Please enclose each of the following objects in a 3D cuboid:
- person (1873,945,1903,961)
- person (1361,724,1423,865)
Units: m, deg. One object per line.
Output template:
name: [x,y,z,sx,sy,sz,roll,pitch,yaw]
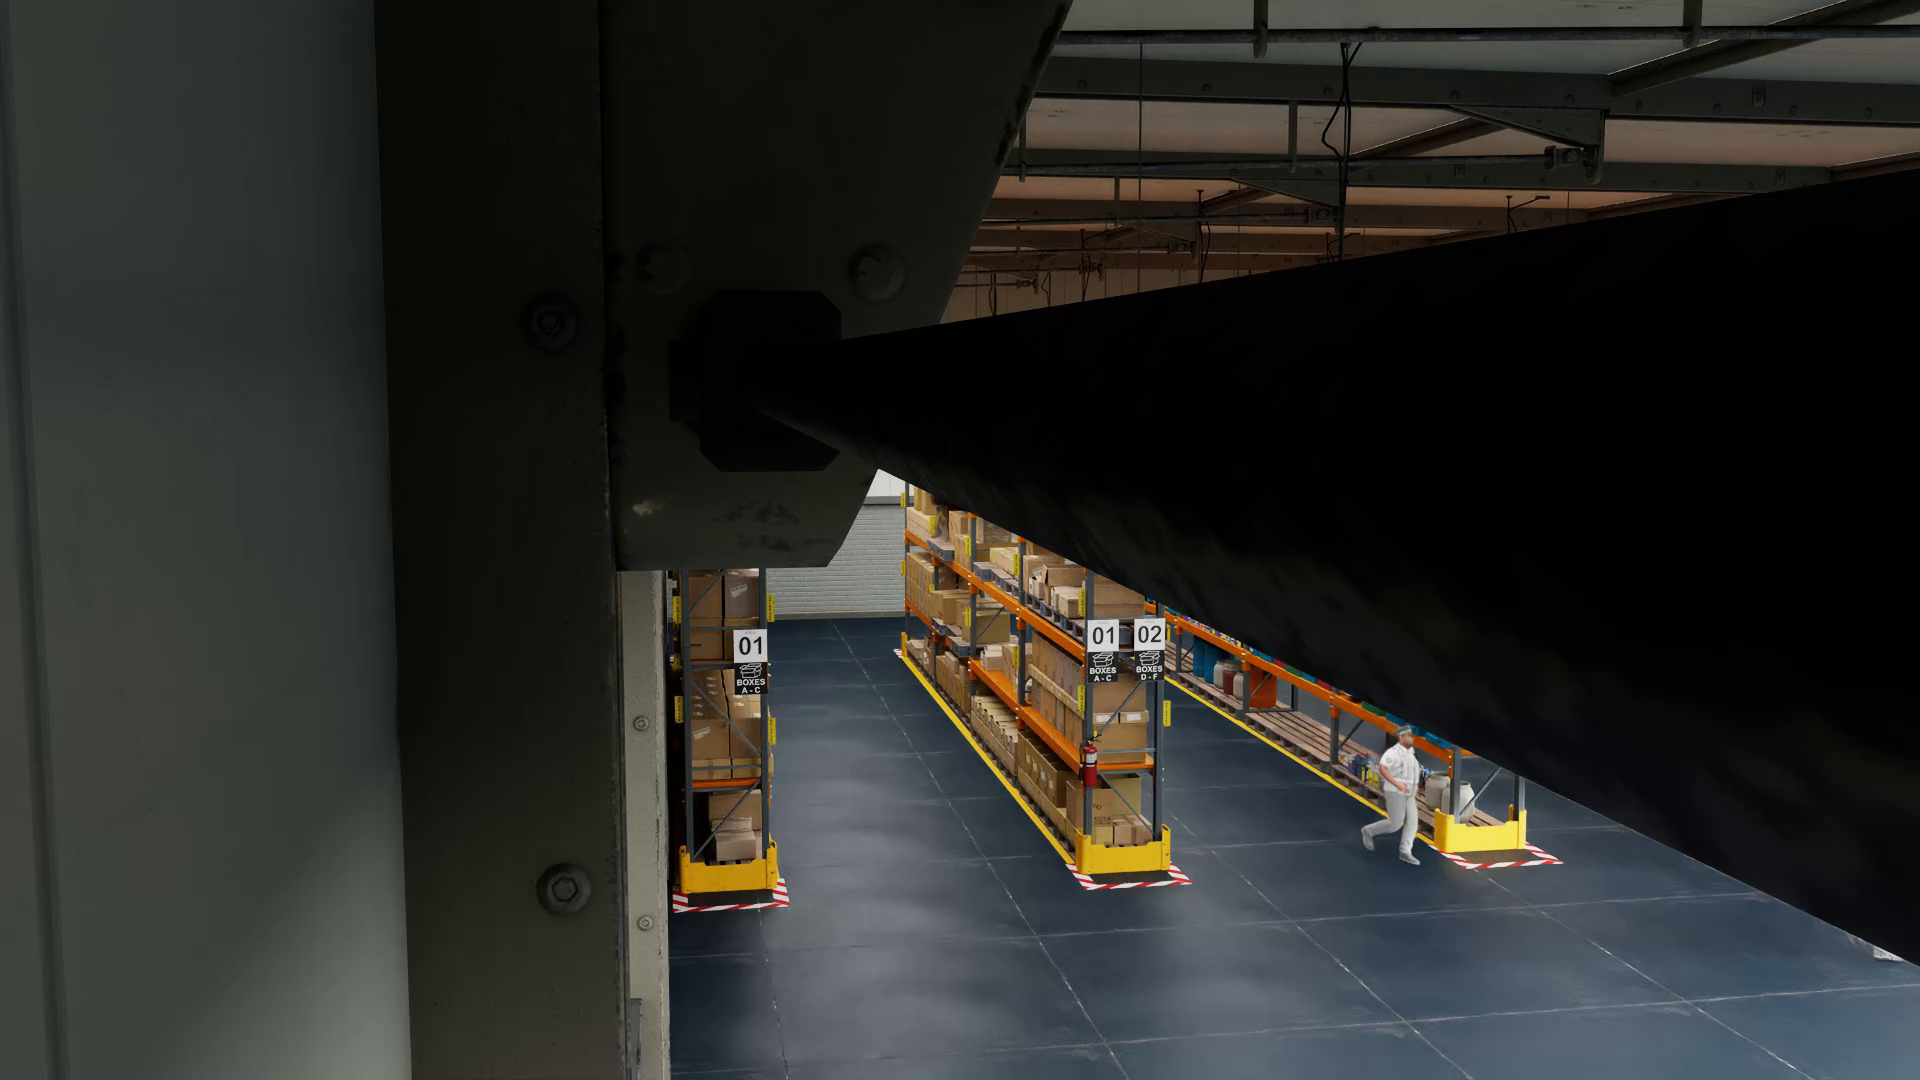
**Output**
person: [10.059,3.628,17.678,0.597,1.739,0.675,1,6,11]
person: [5.713,3.243,21.513,0.719,1.731,0.845,-5,8,-42]
